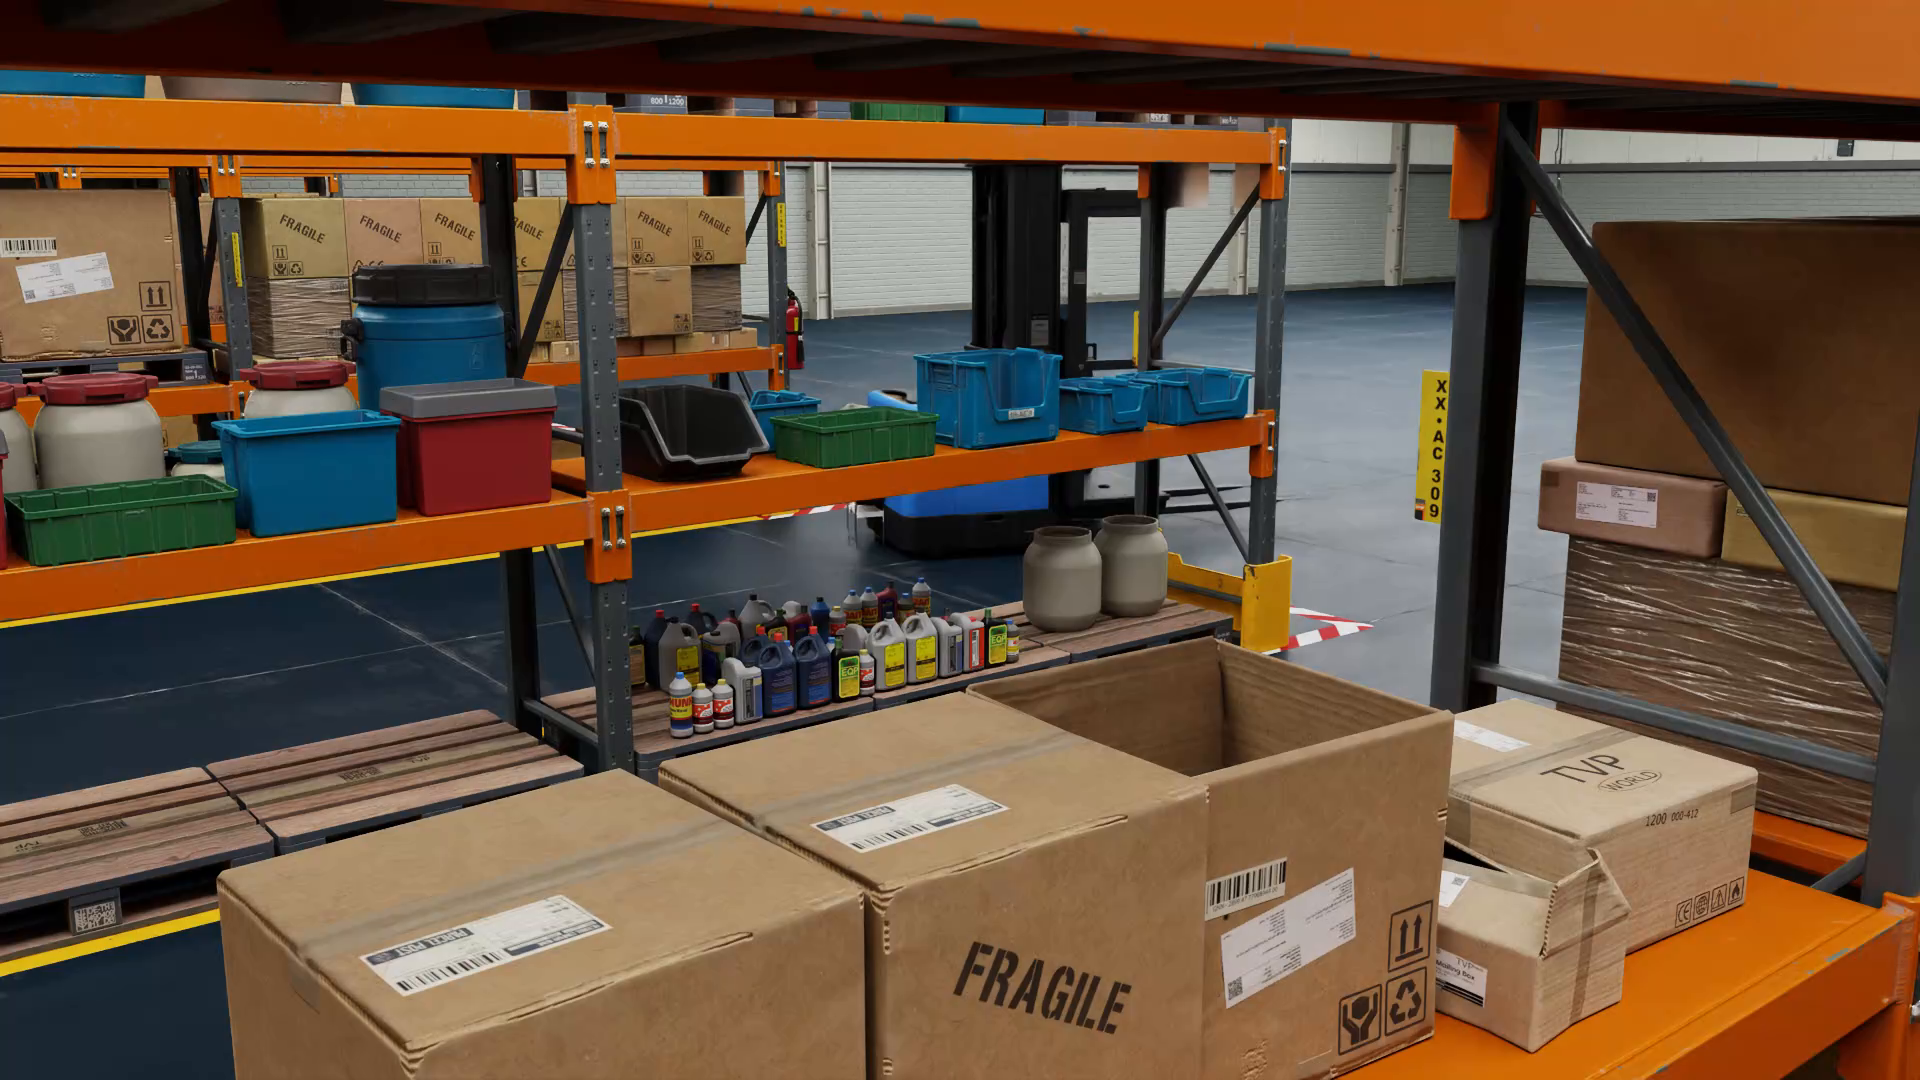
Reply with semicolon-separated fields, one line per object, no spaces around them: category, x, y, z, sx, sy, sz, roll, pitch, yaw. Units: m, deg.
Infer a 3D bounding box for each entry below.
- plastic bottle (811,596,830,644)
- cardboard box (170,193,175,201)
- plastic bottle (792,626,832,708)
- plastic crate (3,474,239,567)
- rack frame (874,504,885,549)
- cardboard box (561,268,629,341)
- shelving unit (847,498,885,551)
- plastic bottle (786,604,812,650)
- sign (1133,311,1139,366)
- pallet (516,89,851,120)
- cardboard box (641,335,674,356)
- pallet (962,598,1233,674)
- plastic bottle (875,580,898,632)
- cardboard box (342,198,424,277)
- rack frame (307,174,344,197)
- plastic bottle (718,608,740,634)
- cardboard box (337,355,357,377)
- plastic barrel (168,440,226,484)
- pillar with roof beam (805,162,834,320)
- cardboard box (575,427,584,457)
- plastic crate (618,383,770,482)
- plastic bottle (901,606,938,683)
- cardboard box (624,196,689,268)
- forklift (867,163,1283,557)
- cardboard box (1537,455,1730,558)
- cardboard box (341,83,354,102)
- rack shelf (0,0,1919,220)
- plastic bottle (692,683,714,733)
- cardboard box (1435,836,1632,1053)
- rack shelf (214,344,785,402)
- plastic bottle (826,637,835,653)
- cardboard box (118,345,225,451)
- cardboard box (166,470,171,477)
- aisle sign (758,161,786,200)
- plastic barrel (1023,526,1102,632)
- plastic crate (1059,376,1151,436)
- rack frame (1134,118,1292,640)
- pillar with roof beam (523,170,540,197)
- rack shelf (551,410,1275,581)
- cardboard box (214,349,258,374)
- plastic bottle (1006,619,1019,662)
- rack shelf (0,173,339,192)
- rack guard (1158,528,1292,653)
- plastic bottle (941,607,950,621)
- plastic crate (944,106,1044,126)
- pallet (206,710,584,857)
plastic bottle;-0.709;0.420;8.441;0.097;0.271;0.097;0;12;0
cardboard box;-9.352;-3.771;19.304;0.500;0.500;0.700;-10;15;-38
plastic bottle;-0.681;0.569;7.544;0.185;0.351;0.144;-10;16;-40
plastic crate;-2.902;-0.074;5.765;0.662;0.188;0.450;-9;15;-38
rack frame;-0.578;-0.400;11.848;0.006;0.900;0.240;-4;13;-18
cardboard box;-2.868;-1.757;12.224;0.500;0.500;0.875;-9;15;-38
shelving unit;-0.674;-0.394;11.816;0.210;0.900;0.258;-4;13;-18
plastic bottle;-0.797;0.464;8.203;0.133;0.283;0.061;-9;15;-38
sign;1.065;-1.194;9.862;0.005;0.325;0.100;-9;15;-38
pallet;-1.216;-1.934;7.247;1.003;0.211;1.213;-9;15;-38
cardboard box;-2.346;-1.475;12.460;0.250;0.149;0.380;-9;15;-38
pallet;0.738;0.518;9.182;1.213;0.211;1.003;-9;15;-38
plastic bottle;-0.393;0.356;8.710;0.133;0.283;0.061;-9;15;-37
cardboard box;-3.913;-2.018;11.049;0.500;0.500;0.500;-9;15;-38
rack frame;-7.880;-3.379;20.820;0.127;3.000;1.000;-9;15;-38
plastic bottle;-1.144;0.481;8.122;0.133;0.283;0.061;-8;14;-34
cardboard box;-4.075;-1.176;11.051;0.250;0.149;0.380;-9;15;-38
plastic barrel;-2.847;-0.235;6.346;0.301;0.262;0.301;0;12;0
pillar with roof beam;-0.030;-8.033;28.294;0.400;9.000;9.100;-9;15;-38
cardboard box;-2.632;-0.593;12.706;0.500;0.500;0.500;-5;13;-23
plastic crate;-1.230;-0.466;7.252;0.504;0.338;0.767;-9;15;-38
plastic bottle;-0.204;0.490;7.918;0.185;0.351;0.144;-9;15;-35
cardboard box;-2.351;-2.278;12.271;0.500;0.500;0.500;-9;15;-38
forklift;0.887;-1.481;12.046;3.031;2.935;1.130;-4;13;-18
cardboard box;1.452;-0.082;3.489;0.250;0.149;0.380;-9;15;-38
cardboard box;-3.975;-2.911;10.797;0.250;0.149;0.380;-9;15;-37
rack shelf;-0.188;-0.501;1.778;4.000;0.370;1.077;-9;15;-38
plastic bottle;-1.116;0.721;7.190;0.097;0.201;0.097;0;12;0
cardboard box;0.802;0.564;2.574;0.258;0.266;0.396;-10;16;-39
rack shelf;-3.251;-1.160;12.103;4.000;0.370;1.077;-9;15;-38
plastic bottle;-0.590;0.583;7.671;0.097;0.271;0.097;0;12;0
cardboard box;-7.297;-1.307;15.165;0.875;0.875;0.875;-9;15;-37
cardboard box;-5.305;-0.169;10.661;0.500;0.500;0.700;-11;16;-42
aisle sign;-1.453;-3.003;12.789;0.004;0.787;0.394;-9;15;-38
plastic barrel;0.548;0.206;8.915;0.421;0.512;0.421;0;12;0
plastic crate;0.691;-0.699;8.556;0.408;0.251;0.499;-9;15;-38
rack frame;1.405;-0.968;9.467;0.127;3.000;1.000;-9;15;-38
pillar with roof beam;-4.716;-7.254;24.627;0.400;9.000;9.100;-9;15;-38
rack shelf;-0.156;-0.357;8.320;4.000;0.370;1.077;-9;15;-38
cardboard box;-4.828;-1.205;11.188;0.250;0.149;0.380;-9;15;-38
plastic bottle;0.245;0.495;8.255;0.097;0.201;0.097;0;12;0
rack shelf;-9.441;-4.235;19.361;4.000;0.370;1.077;-9;15;-38
rack guard;1.375;0.272;9.645;0.348;0.500;1.175;-9;15;-38
plastic bottle;-0.036;0.466;8.195;0.133;0.283;0.061;-9;15;-38
plastic crate;0.104;-2.132;7.762;0.575;0.384;0.392;-9;15;-38
pallet;-2.307;1.023;6.803;1.213;0.211;1.003;-9;15;-38
